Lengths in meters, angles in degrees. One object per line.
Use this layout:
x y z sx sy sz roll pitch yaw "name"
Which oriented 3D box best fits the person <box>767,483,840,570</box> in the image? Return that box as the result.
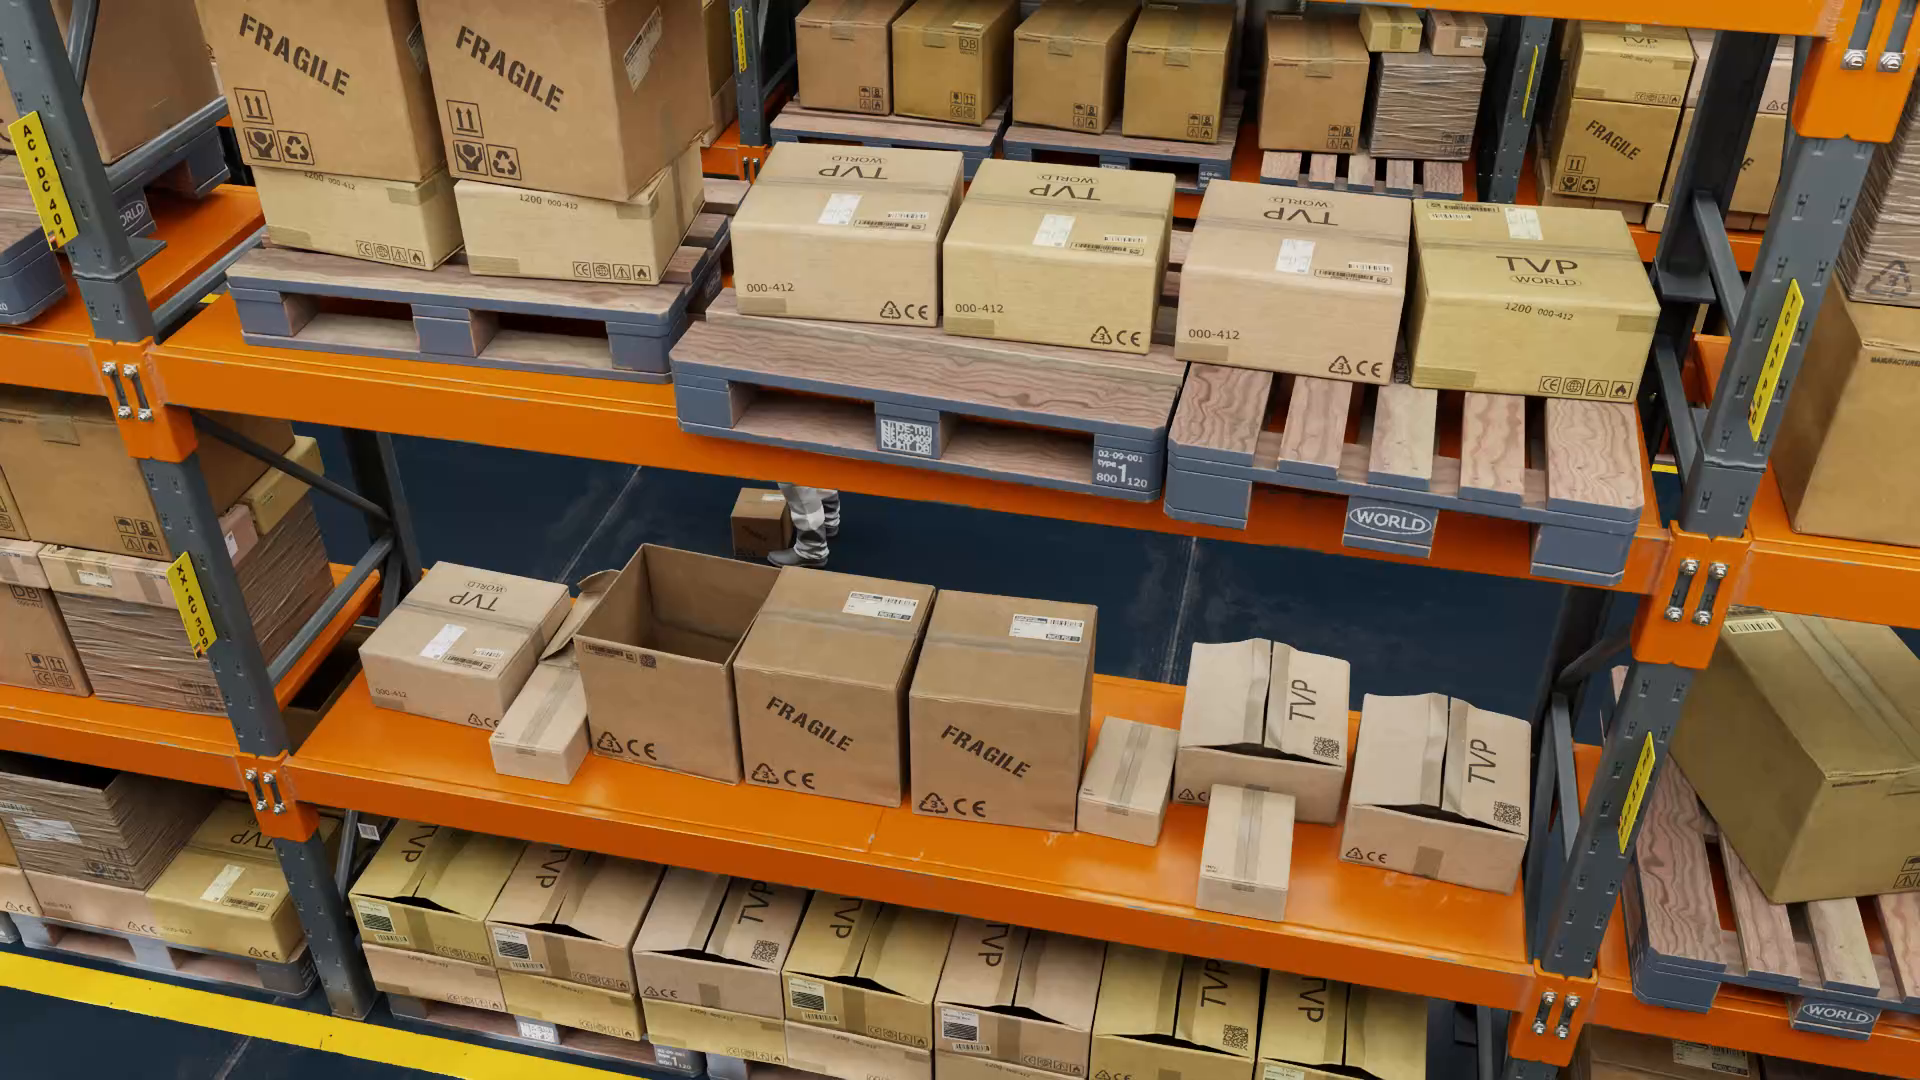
-0.767 -0.668 7.864 0.449 1.779 0.609 8 37 10 "person"
